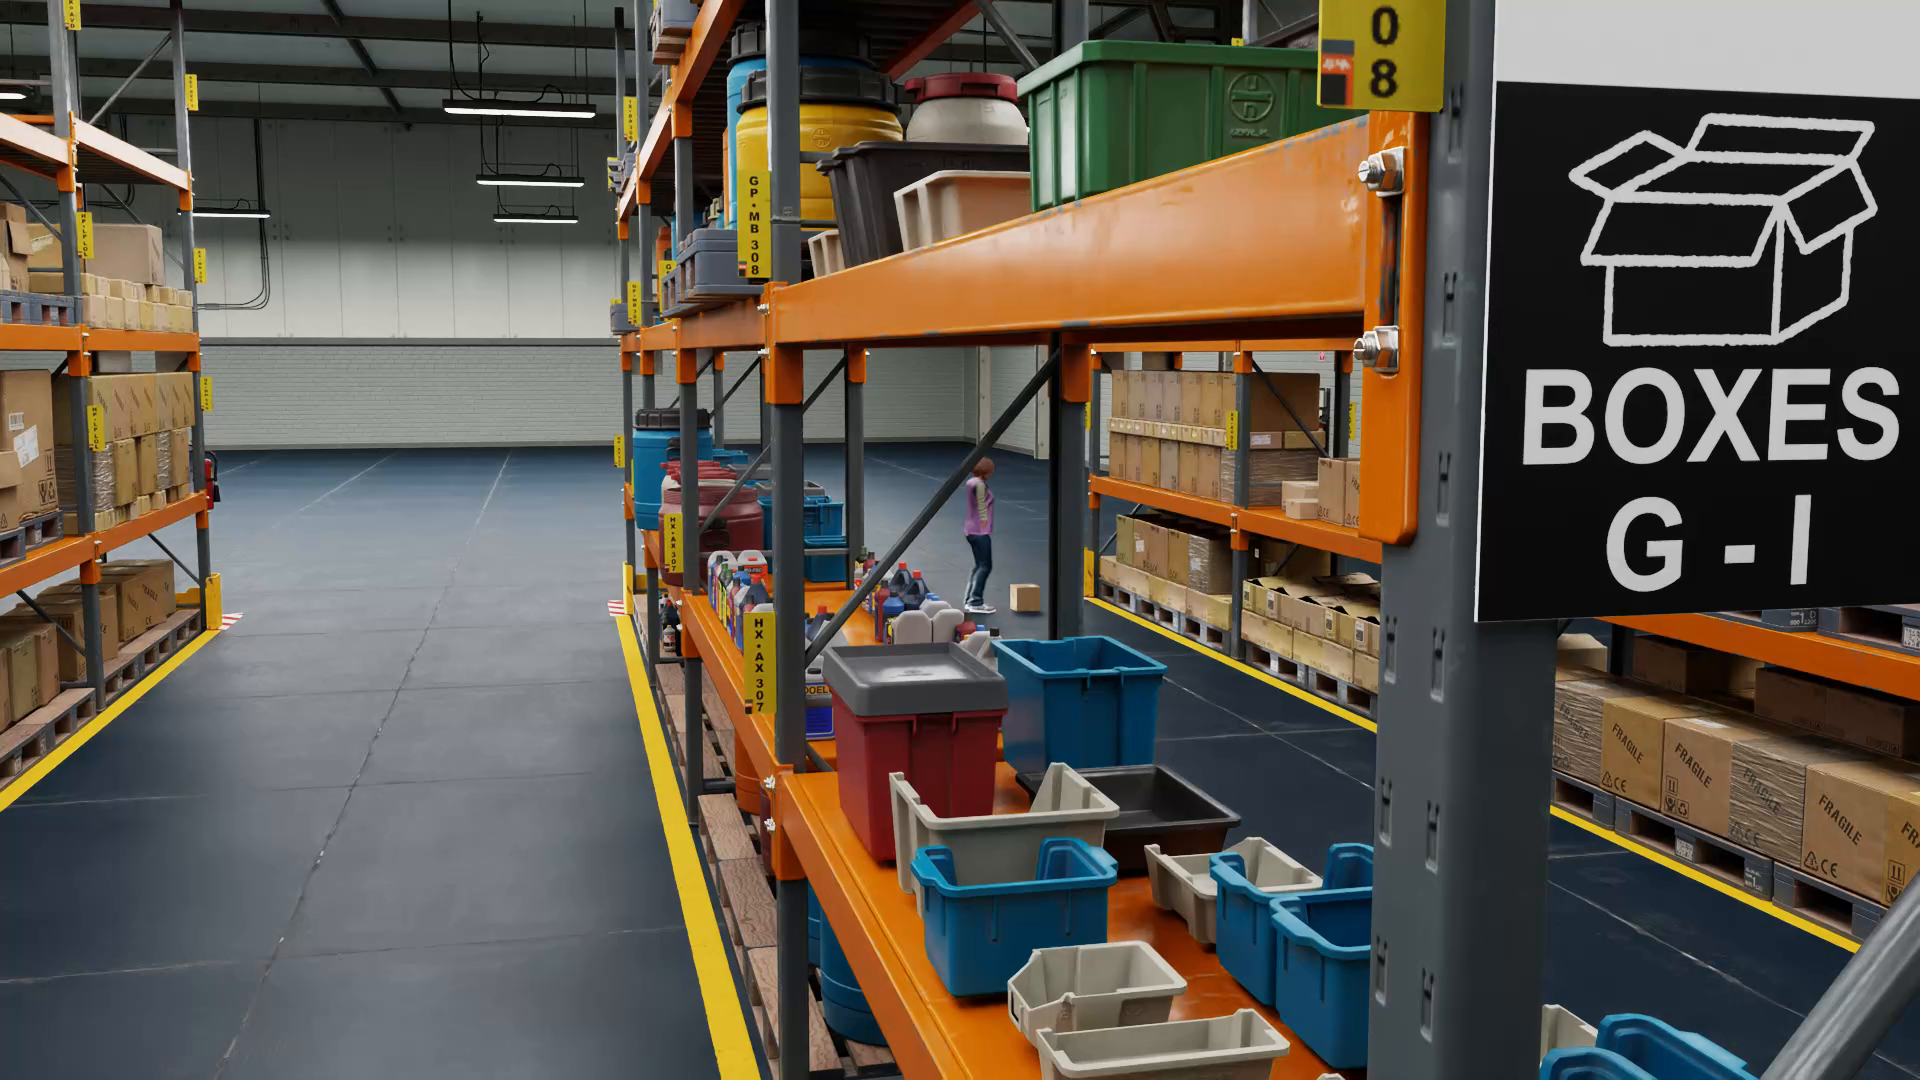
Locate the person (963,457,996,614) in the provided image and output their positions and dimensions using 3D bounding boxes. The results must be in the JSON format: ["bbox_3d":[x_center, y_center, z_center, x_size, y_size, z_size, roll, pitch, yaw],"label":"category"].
[{"bbox_3d":[0.193,-0.045,16.949,0.316,1.568,0.412,-1,6,-13],"label":"person"}]
